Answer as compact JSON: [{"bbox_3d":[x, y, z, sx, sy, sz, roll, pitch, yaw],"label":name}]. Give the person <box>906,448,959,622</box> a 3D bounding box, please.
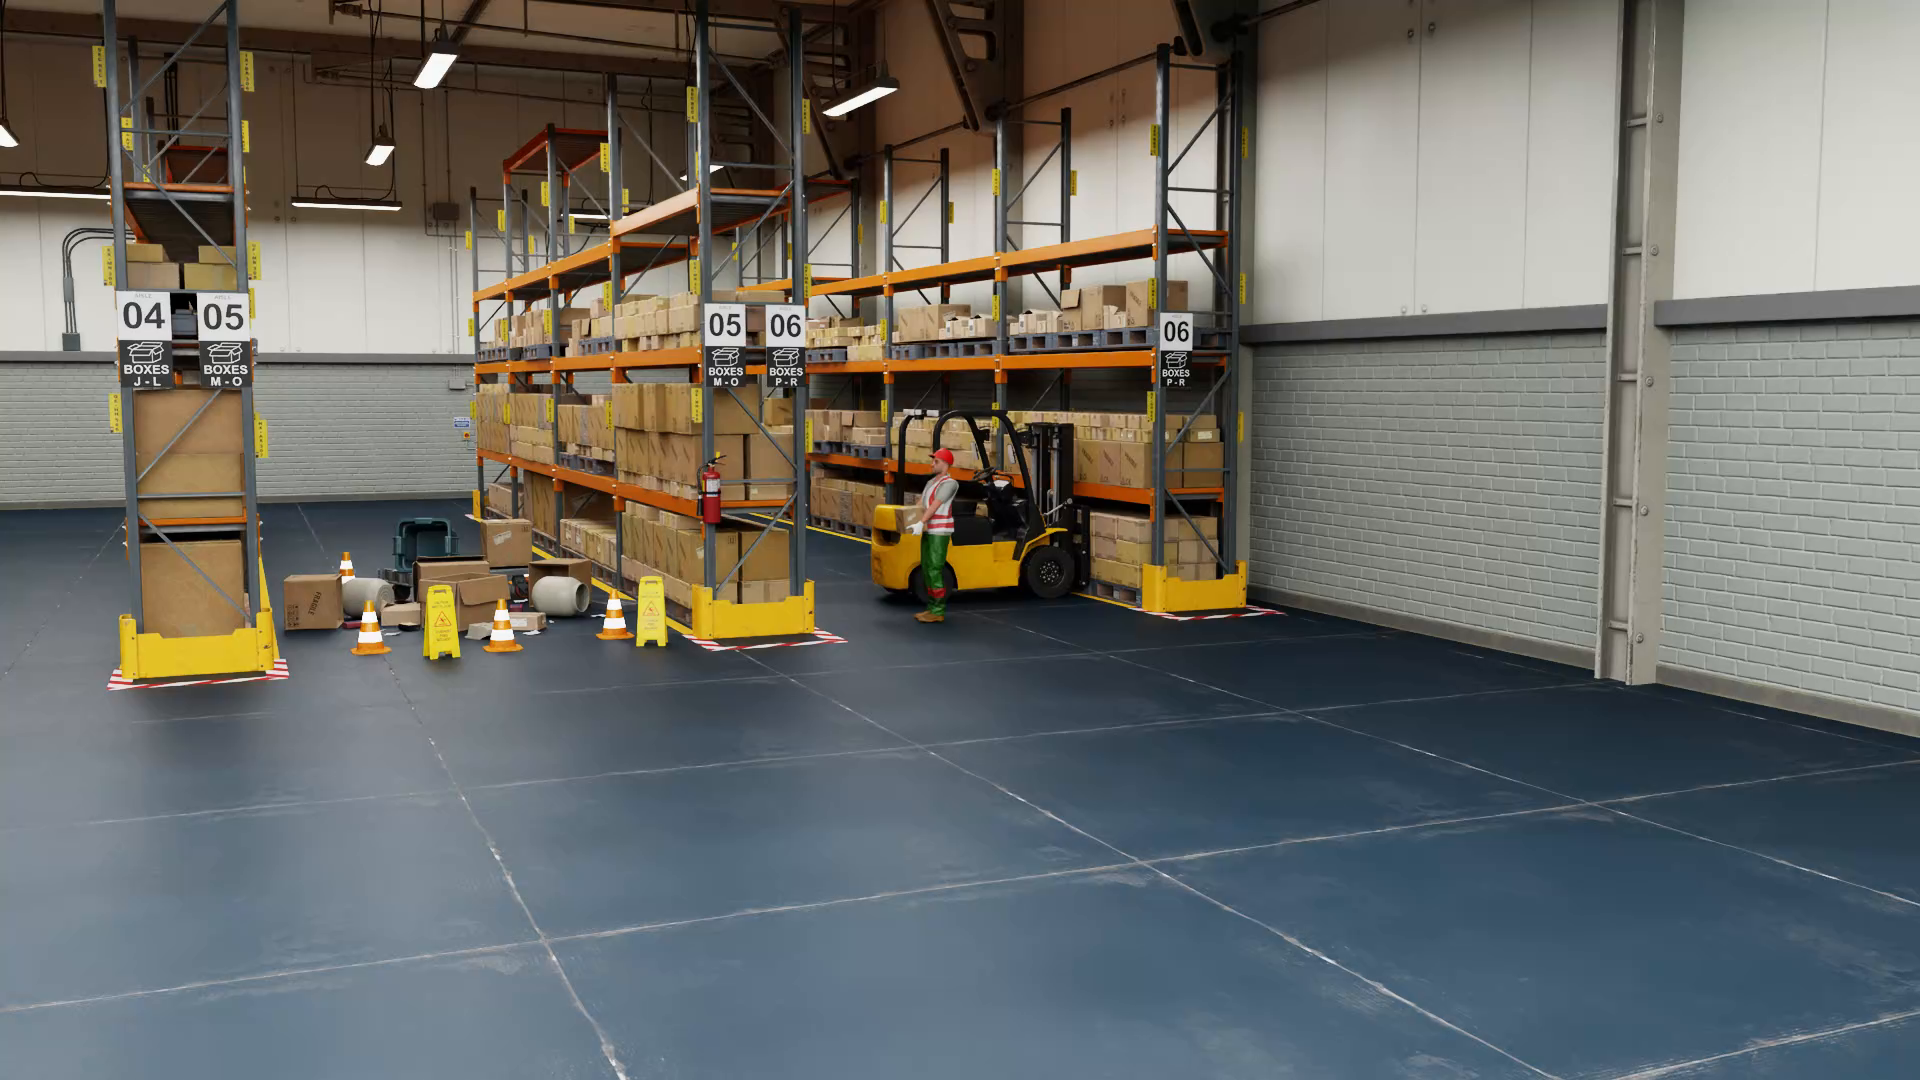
[{"bbox_3d":[-0.334,-0.048,17.126,0.572,1.782,0.493,-2,6,-23],"label":"person"}]
